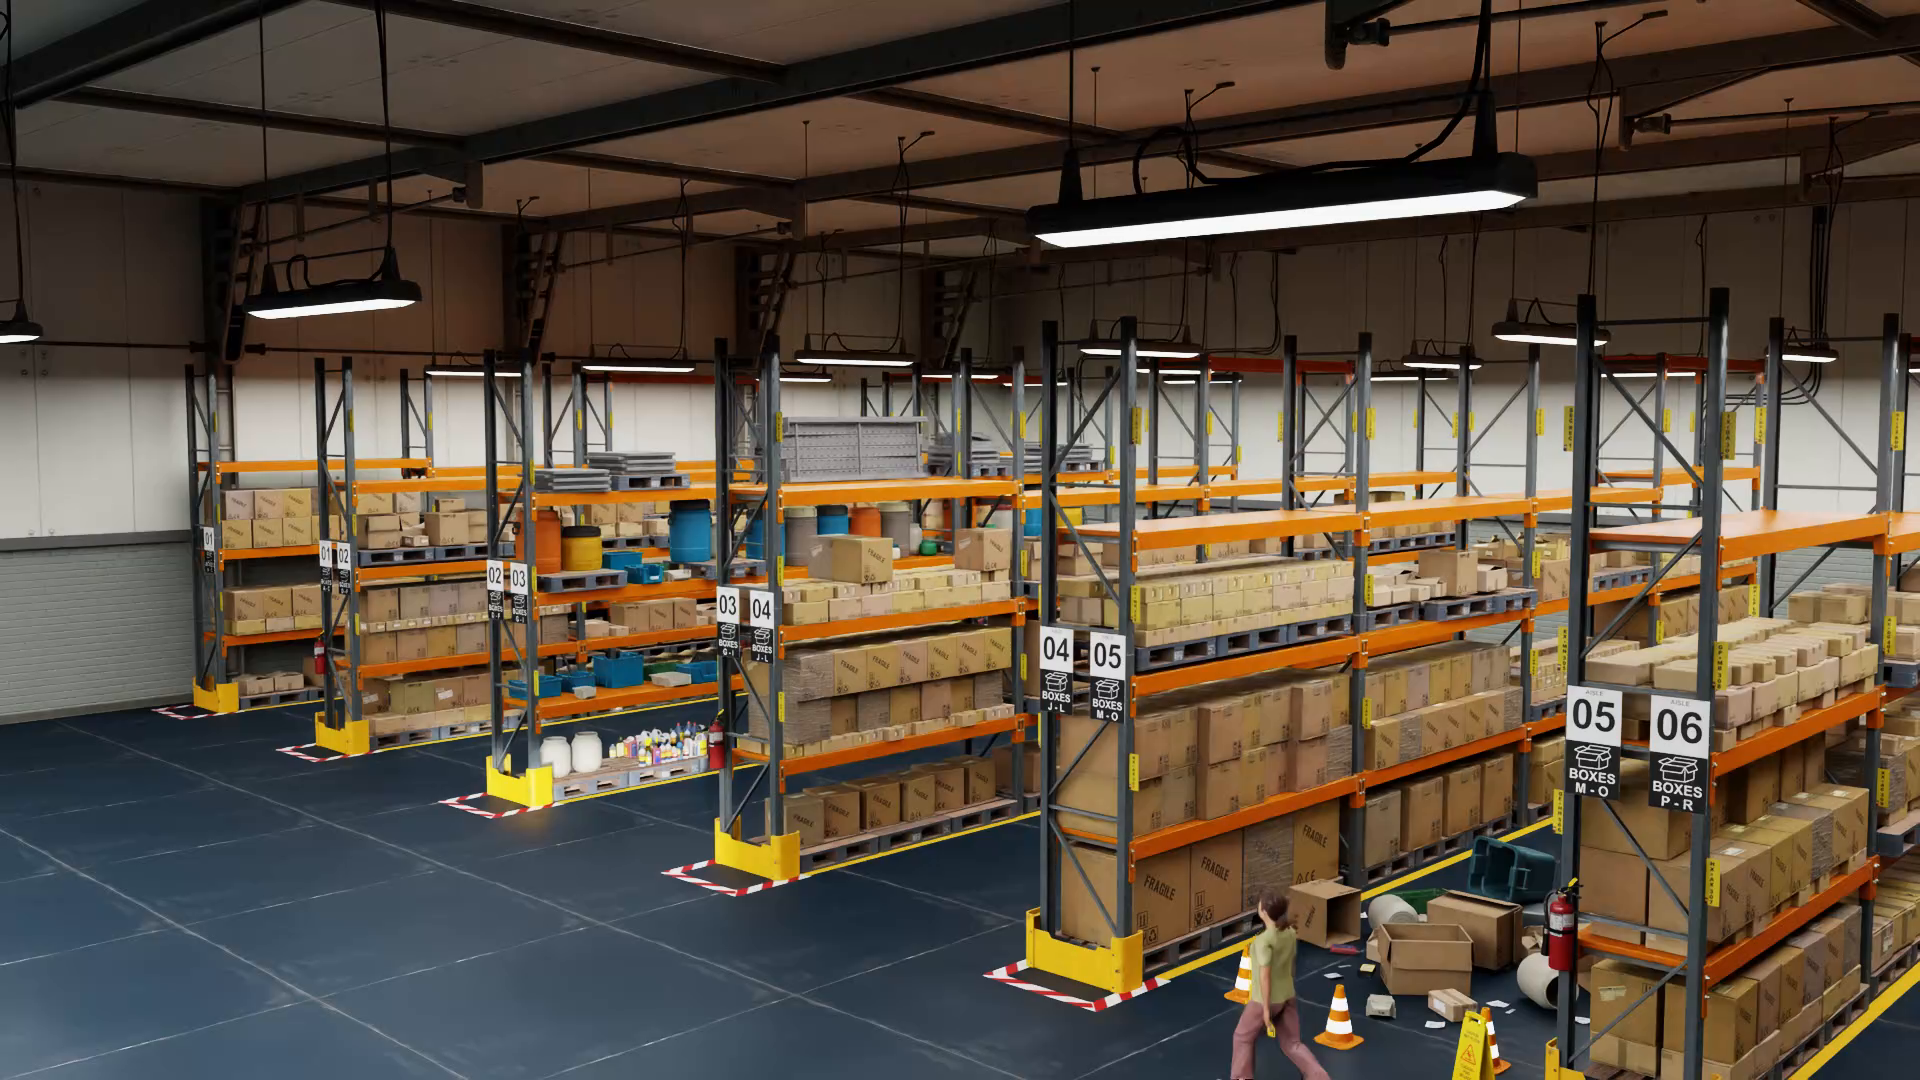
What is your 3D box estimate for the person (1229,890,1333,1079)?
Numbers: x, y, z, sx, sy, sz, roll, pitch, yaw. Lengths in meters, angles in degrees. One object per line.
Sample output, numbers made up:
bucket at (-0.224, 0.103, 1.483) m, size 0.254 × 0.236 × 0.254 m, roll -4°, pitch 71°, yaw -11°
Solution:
person at (2.339, 3.403, 12.275) m, size 1.002 × 1.627 × 0.448 m, roll 4°, pitch 6°, yaw 43°
